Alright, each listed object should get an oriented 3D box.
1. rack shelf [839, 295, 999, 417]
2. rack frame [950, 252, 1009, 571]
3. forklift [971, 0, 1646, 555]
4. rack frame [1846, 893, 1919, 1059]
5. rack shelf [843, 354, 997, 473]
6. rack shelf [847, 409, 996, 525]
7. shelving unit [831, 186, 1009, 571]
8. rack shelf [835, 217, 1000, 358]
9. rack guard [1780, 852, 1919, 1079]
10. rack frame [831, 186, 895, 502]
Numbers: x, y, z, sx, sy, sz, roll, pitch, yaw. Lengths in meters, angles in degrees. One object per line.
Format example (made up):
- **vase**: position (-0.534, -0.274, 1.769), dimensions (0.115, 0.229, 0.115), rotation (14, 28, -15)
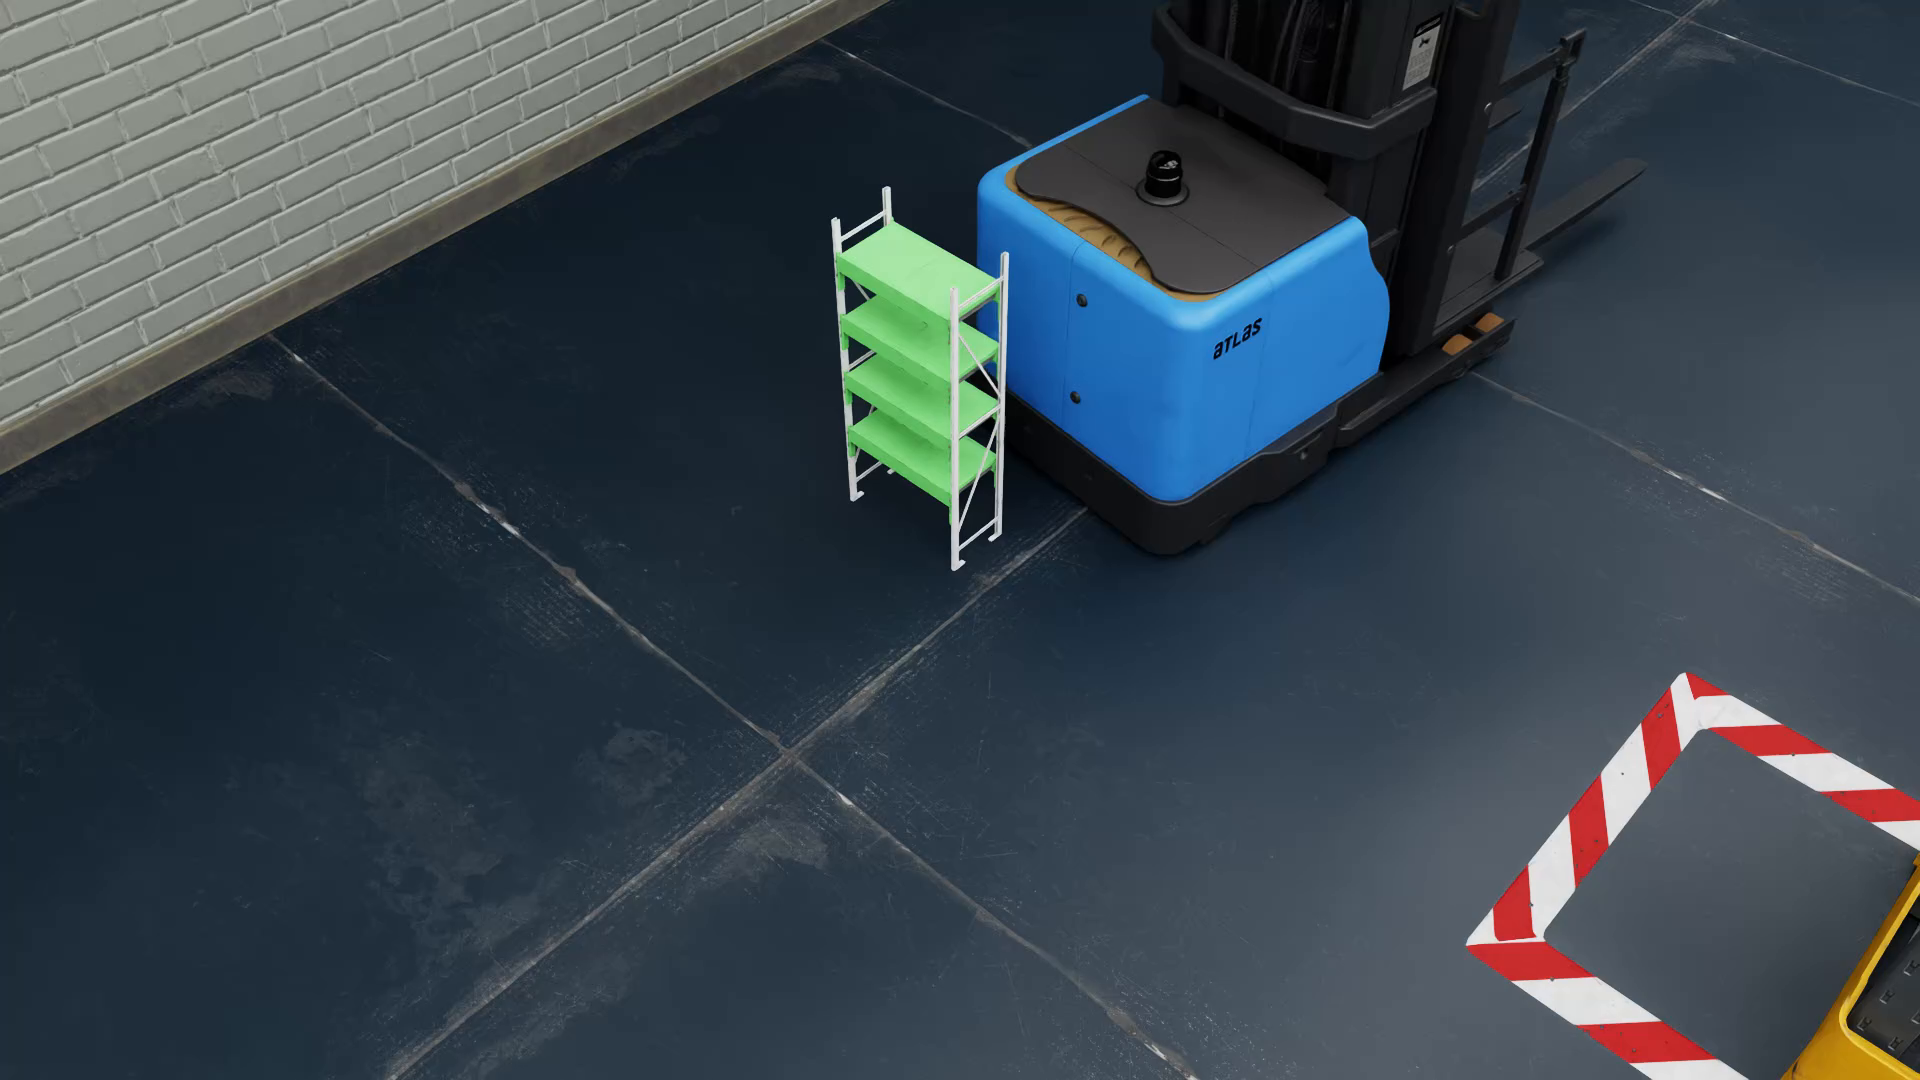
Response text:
- **rack shelf**: position (-0.122, -0.613, 5.261), dimensions (0.480, 0.148, 0.258), rotation (34, 55, 28)
- **rack frame**: position (0.058, -0.372, 5.276), dimensions (0.015, 1.200, 0.240), rotation (34, 55, 28)
- **forklift**: position (1.489, -1.881, 5.505), dimensions (3.031, 2.935, 1.130), rotation (-32, 55, -26)
- **rack frame**: position (2.542, 0.216, 3.490), dimensions (0.053, 2.616, 0.949), rotation (34, 55, 28)
- **rack shelf**: position (-0.122, -0.449, 5.436), dimensions (0.480, 0.148, 0.258), rotation (34, 55, 28)
- **rack shelf**: position (-0.122, -0.285, 5.611), dimensions (0.480, 0.148, 0.258), rotation (34, 55, 28)
- **shelving unit**: position (-0.122, -0.493, 5.389), dimensions (0.503, 1.200, 0.258), rotation (34, 55, 28)
- **rack shelf**: position (-0.122, -0.777, 5.086), dimensions (0.480, 0.148, 0.258), rotation (34, 55, 28)
- **rack guard**: position (2.601, 1.107, 4.368), dimensions (0.348, 0.500, 1.175), rotation (34, 55, 28)
- **rack frame**: position (-0.301, -0.613, 5.503), dimensions (0.015, 1.200, 0.240), rotation (34, 55, 28)
